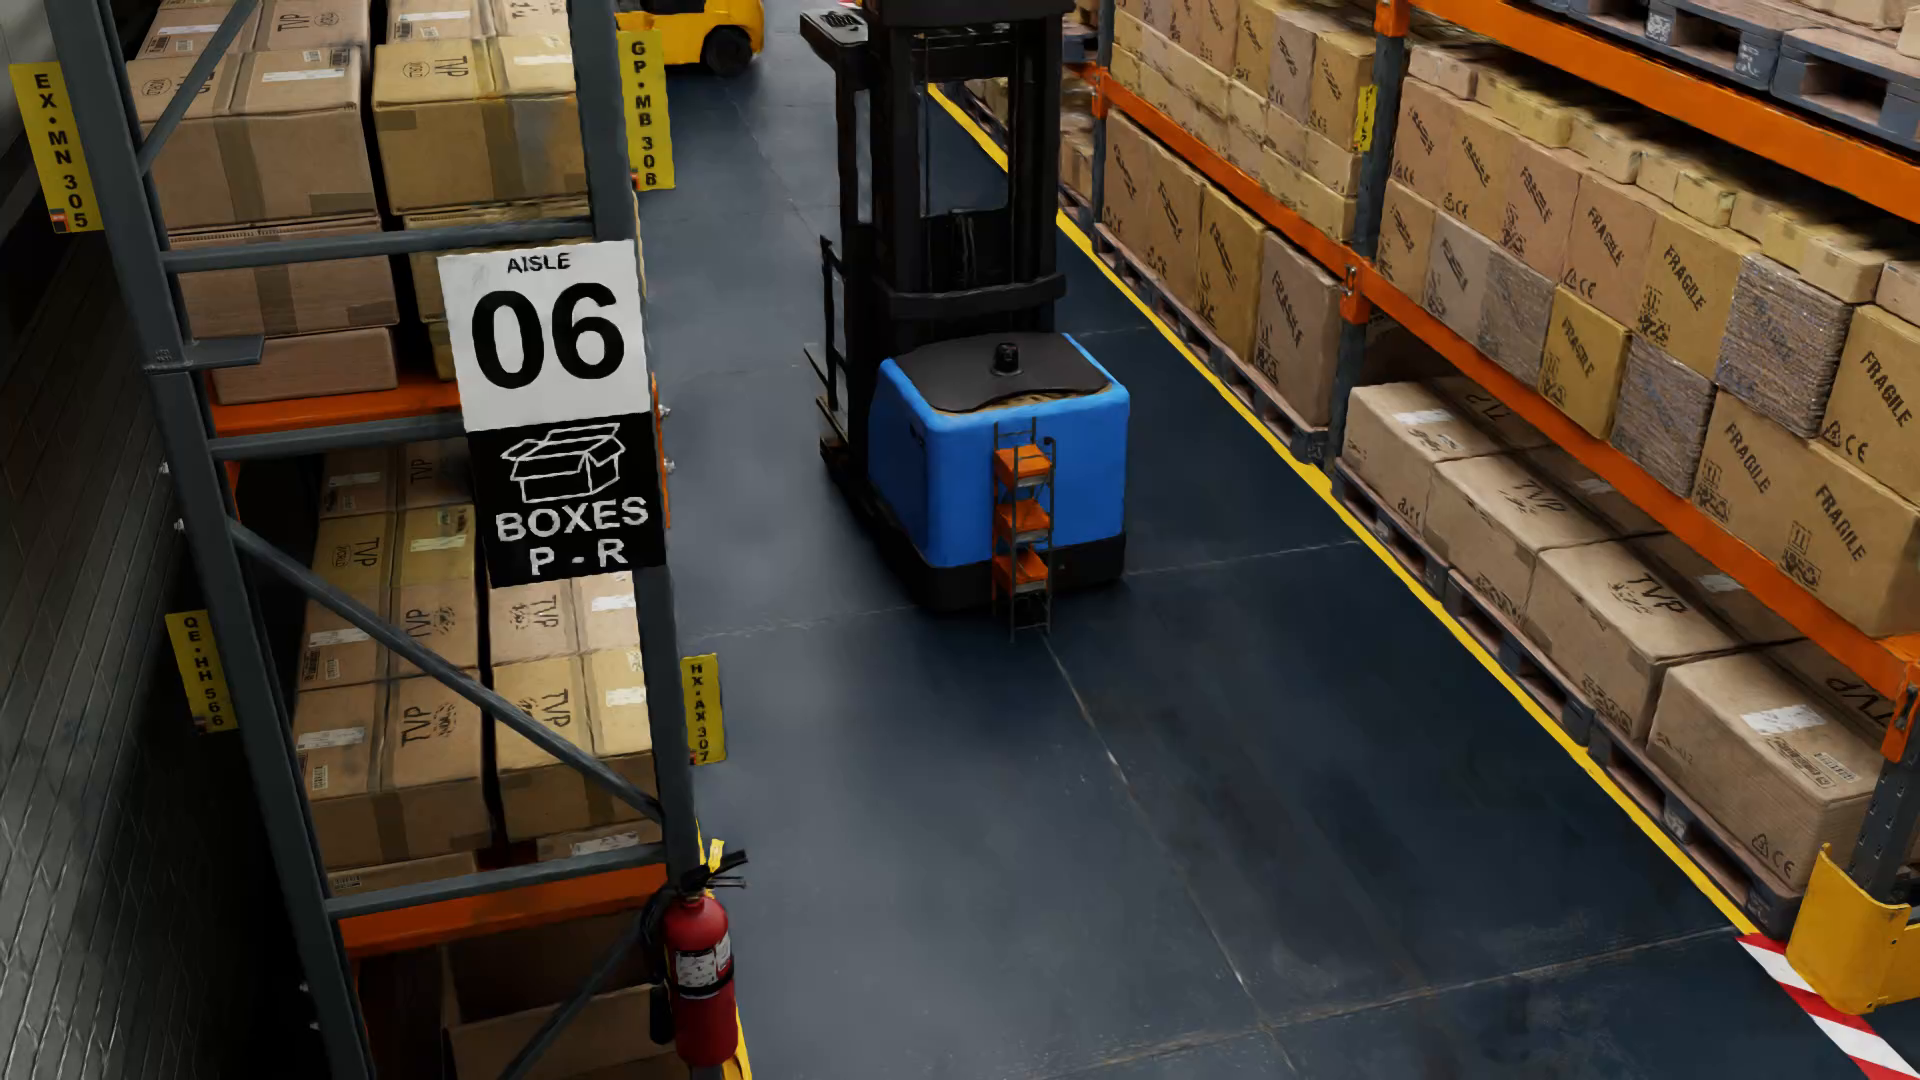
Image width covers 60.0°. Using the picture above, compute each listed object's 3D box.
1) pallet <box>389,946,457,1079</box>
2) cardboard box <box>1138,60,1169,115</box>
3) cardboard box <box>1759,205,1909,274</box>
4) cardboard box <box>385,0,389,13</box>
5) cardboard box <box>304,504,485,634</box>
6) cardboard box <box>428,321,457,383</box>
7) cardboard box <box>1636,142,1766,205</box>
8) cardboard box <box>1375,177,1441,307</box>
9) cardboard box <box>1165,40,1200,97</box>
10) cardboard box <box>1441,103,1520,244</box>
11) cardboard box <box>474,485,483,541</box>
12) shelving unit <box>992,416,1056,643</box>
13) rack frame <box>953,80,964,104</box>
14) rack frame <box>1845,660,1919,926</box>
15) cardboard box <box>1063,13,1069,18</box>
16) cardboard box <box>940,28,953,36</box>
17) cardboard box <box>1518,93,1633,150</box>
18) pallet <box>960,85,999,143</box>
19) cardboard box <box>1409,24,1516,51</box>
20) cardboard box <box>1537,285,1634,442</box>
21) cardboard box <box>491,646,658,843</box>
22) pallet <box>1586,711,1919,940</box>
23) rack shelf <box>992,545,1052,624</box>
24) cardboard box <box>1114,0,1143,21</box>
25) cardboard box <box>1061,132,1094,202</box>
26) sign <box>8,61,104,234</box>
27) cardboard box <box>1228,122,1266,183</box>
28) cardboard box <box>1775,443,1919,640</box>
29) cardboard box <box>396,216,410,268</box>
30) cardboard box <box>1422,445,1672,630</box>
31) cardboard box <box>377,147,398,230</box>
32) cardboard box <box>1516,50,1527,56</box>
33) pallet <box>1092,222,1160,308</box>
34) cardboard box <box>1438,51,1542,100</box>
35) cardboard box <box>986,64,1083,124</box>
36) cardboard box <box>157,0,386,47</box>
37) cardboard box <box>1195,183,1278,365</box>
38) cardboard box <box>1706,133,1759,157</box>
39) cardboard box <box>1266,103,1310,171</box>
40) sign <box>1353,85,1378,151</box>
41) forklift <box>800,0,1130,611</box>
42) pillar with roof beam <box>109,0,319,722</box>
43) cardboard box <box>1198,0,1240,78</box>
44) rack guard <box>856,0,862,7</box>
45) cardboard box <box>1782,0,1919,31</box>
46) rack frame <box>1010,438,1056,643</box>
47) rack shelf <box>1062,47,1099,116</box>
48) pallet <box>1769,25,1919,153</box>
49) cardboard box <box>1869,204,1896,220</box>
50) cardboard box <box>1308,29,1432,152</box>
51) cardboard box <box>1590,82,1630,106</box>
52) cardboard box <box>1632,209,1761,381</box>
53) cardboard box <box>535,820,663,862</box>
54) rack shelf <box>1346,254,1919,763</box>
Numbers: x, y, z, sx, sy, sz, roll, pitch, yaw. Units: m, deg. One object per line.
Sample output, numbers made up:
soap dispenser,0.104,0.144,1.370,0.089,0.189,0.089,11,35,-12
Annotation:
pallet,-1.402,1.659,5.673,1.003,0.211,1.213,-8,31,-13
cardboard box,1.532,-3.072,11.212,0.500,0.250,0.500,-9,31,-15
cardboard box,3.059,-1.052,5.827,0.380,0.149,0.250,-7,31,-12
cardboard box,-1.309,-1.441,4.605,0.500,0.250,0.500,-8,31,-14
cardboard box,-1.810,0.134,5.377,0.500,0.250,0.500,-7,31,-12
cardboard box,-1.030,-0.501,3.877,0.380,0.149,0.250,-7,31,-12
cardboard box,2.883,-1.430,6.481,0.380,0.149,0.250,-7,31,-12
cardboard box,2.425,-1.502,8.251,0.500,0.500,0.500,-7,31,-12
cardboard box,1.644,-3.034,10.648,0.500,0.250,0.500,-8,31,-13
cardboard box,2.574,-1.689,7.576,0.500,0.500,0.500,-8,31,-14
cardboard box,-1.458,-0.177,5.915,0.500,0.250,0.500,-9,31,-15
shelving unit,0.293,-0.040,7.771,0.215,1.050,0.252,-10,32,-17
rack frame,0.430,-5.584,15.403,1.000,3.000,0.127,-8,31,-13
rack frame,3.615,0.212,5.390,1.000,3.000,0.127,-8,31,-13
cardboard box,0.927,-4.088,12.649,0.380,0.149,0.250,-8,31,-14
cardboard box,0.014,-5.150,16.231,0.500,0.500,0.500,-8,31,-14
cardboard box,2.628,-1.790,7.103,0.380,0.149,0.250,-9,31,-15
pallet,0.638,-4.001,15.452,1.003,0.211,1.213,-8,31,-13
cardboard box,2.714,-2.447,8.885,0.500,0.500,0.500,-7,31,-13
cardboard box,2.817,-0.768,6.984,0.500,0.500,0.500,-7,31,-12
cardboard box,-1.030,0.555,4.650,0.500,0.250,0.500,-8,31,-13
pallet,3.327,1.043,6.738,1.003,0.211,1.213,-8,31,-13
rack shelf,0.293,0.210,7.916,0.215,0.259,0.240,-10,32,-17
cardboard box,1.387,-3.857,11.322,0.500,0.500,0.500,-9,31,-15
cardboard box,1.351,-2.971,13.092,0.950,0.372,0.625,-10,32,-17
sign,-1.710,-0.744,3.162,0.100,0.325,0.005,-8,31,-13
cardboard box,1.941,-2.331,9.932,0.500,0.250,0.500,-9,31,-15
cardboard box,3.232,-0.029,5.706,0.500,0.500,0.500,-8,31,-13
cardboard box,-1.675,-0.819,4.427,0.380,0.149,0.250,-9,31,-15
cardboard box,2.855,-0.043,7.969,0.875,0.438,0.875,-9,31,-15
cardboard box,-1.698,-0.913,4.191,0.500,0.250,0.500,-8,31,-13
cardboard box,2.942,-2.370,8.106,0.380,0.149,0.250,-8,31,-14
pallet,1.628,-2.054,12.089,1.003,0.211,1.213,-8,31,-13
cardboard box,2.470,-2.168,7.756,0.380,0.149,0.250,-7,31,-13
cardboard box,0.766,-4.029,14.920,0.950,0.372,0.625,-6,31,-10
cardboard box,-1.841,-1.381,4.501,0.500,0.250,0.500,-8,31,-13
cardboard box,2.064,-1.706,10.405,0.875,0.875,0.875,-7,31,-12
cardboard box,3.300,-1.628,6.823,0.380,0.149,0.250,-8,31,-13
cardboard box,2.062,-2.293,9.367,0.500,0.250,0.500,-7,31,-12
sign,2.033,-2.110,8.325,0.100,0.325,0.005,-8,31,-13
forklift,-0.153,-1.649,8.673,1.130,2.935,3.031,-10,32,-17
pillar with roof beam,1.235,-3.771,6.282,9.100,9.000,0.400,-8,31,-13
cardboard box,1.781,-3.123,10.053,0.500,0.500,0.500,-7,31,-12
rack guard,-0.612,-6.397,19.303,1.175,0.500,0.348,-8,31,-13
cardboard box,3.266,-2.002,5.791,0.500,0.311,0.500,-7,31,-12
rack frame,0.334,0.018,7.672,0.200,1.050,0.008,-10,32,-17
rack shelf,0.961,-4.307,13.914,1.077,0.370,4.000,-8,31,-13
pallet,3.408,-1.405,5.277,1.003,0.211,1.213,-8,31,-13
cardboard box,3.483,-1.256,6.180,0.380,0.149,0.250,-8,31,-13
cardboard box,2.193,-2.379,8.767,0.500,0.500,0.500,-7,31,-12
cardboard box,3.048,-1.987,7.443,0.380,0.149,0.250,-8,31,-14
cardboard box,2.962,-0.953,6.305,0.500,0.500,0.500,-8,31,-14
cardboard box,-0.993,0.787,4.647,0.380,0.149,0.250,-8,31,-14
rack shelf,3.084,-0.443,7.239,1.077,0.370,4.000,-8,31,-13
